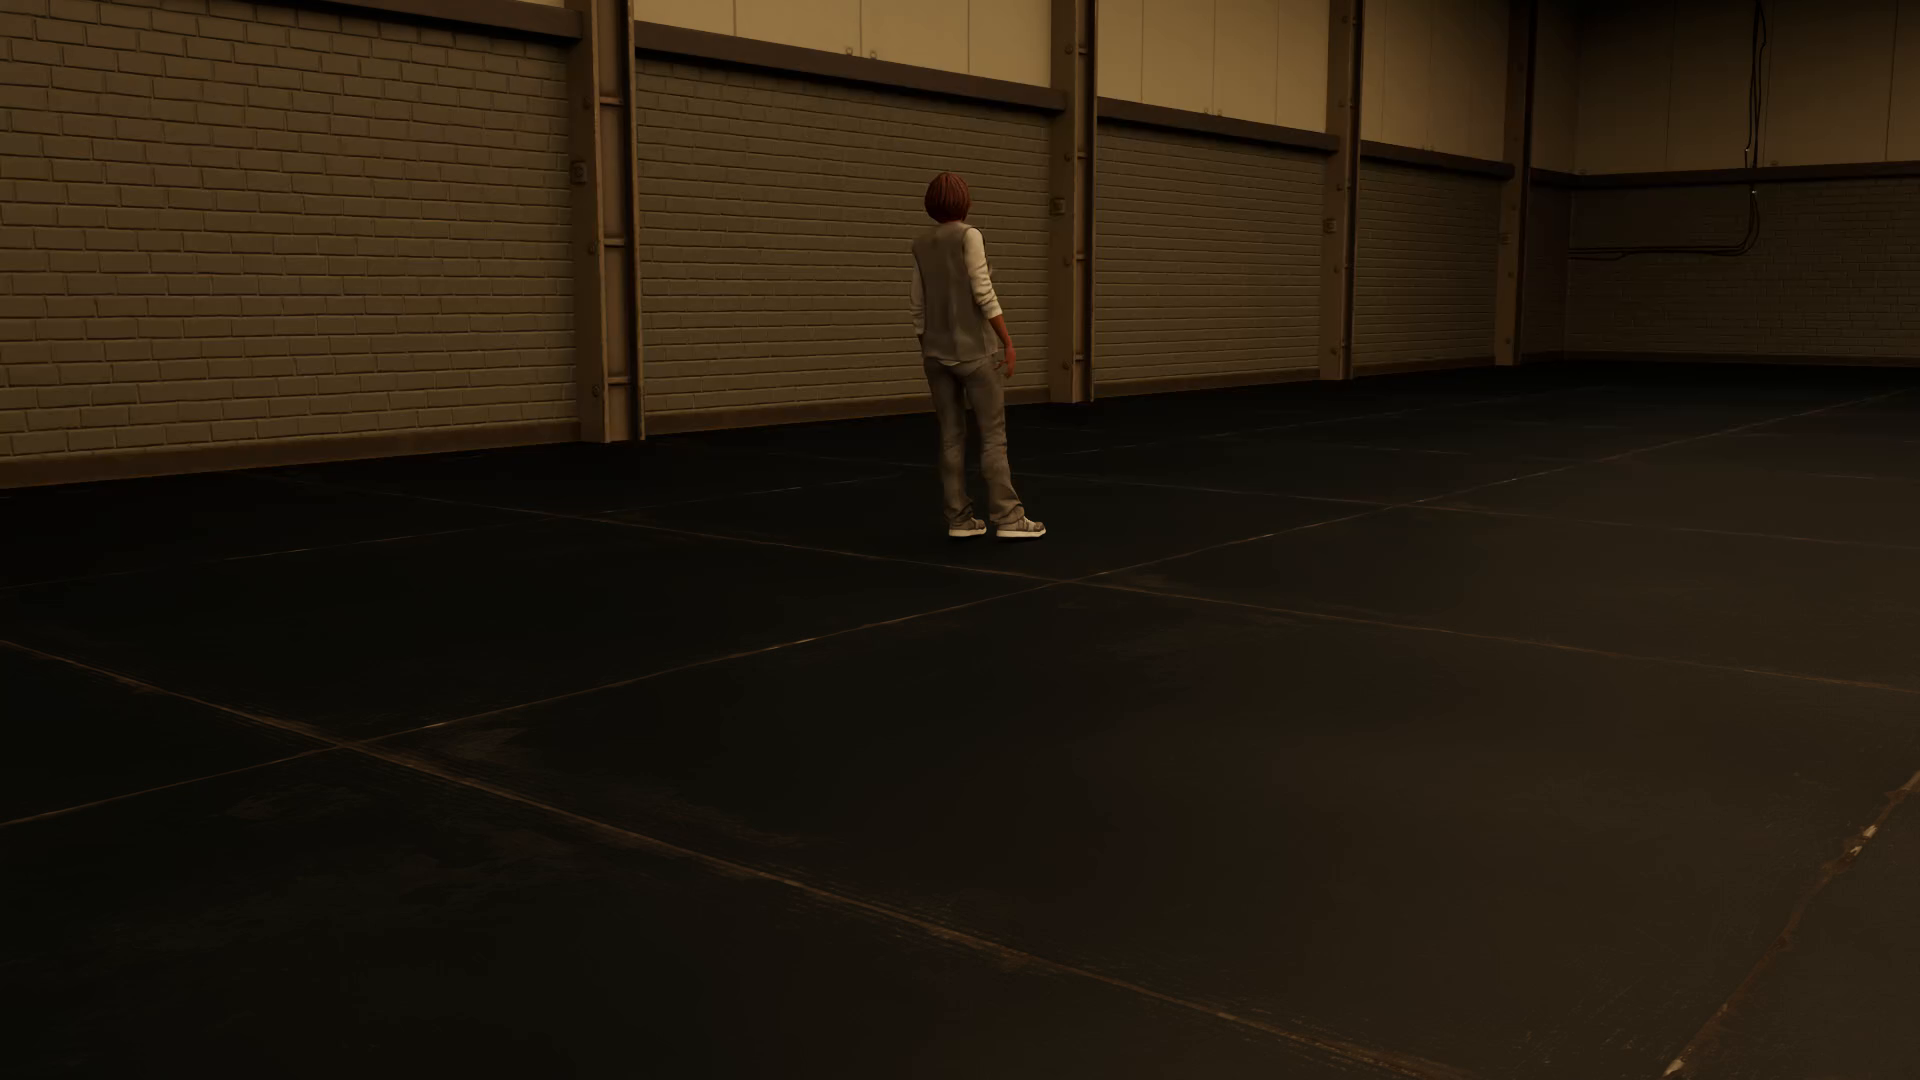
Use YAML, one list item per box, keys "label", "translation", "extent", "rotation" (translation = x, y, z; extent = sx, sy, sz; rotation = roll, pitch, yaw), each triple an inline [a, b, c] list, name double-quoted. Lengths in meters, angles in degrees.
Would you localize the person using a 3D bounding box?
- label: "person"
  translation: [0.057, -0.805, 7.336]
  extent: [0.520, 1.597, 0.475]
  rotation: [7, 11, 38]
